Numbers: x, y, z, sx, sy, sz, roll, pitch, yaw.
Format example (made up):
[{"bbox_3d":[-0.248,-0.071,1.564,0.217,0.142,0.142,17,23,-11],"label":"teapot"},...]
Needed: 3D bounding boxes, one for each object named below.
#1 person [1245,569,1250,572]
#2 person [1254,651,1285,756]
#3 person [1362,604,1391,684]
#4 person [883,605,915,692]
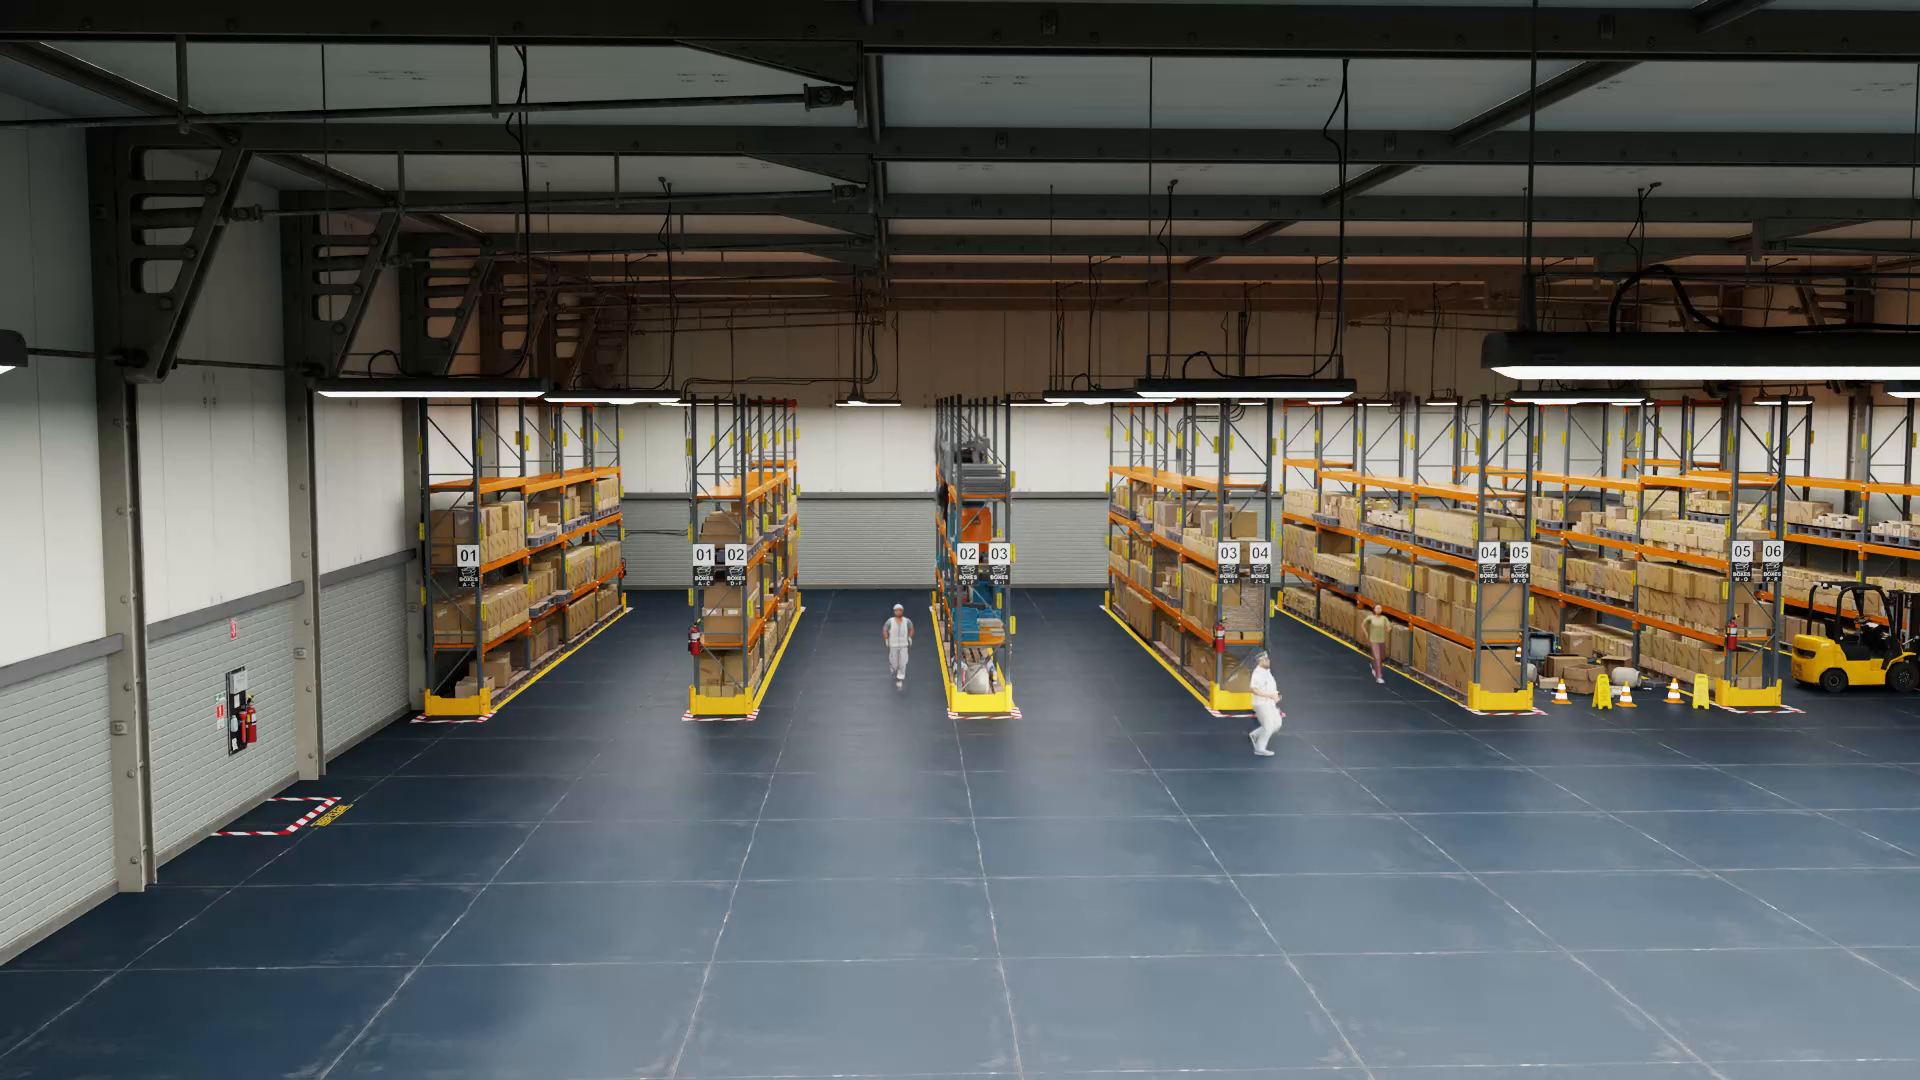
[{"bbox_3d":[7.938,1.224,46.952,0.582,1.630,0.805,2,5,19],"label":"person"},{"bbox_3d":[5.117,2.687,27.444,0.604,1.736,0.653,3,5,30],"label":"person"},{"bbox_3d":[8.752,2.154,34.858,0.589,1.641,0.875,0,5,-6],"label":"person"},{"bbox_3d":[-1.241,2.189,33.900,0.657,1.748,0.698,-1,5,-8],"label":"person"}]
